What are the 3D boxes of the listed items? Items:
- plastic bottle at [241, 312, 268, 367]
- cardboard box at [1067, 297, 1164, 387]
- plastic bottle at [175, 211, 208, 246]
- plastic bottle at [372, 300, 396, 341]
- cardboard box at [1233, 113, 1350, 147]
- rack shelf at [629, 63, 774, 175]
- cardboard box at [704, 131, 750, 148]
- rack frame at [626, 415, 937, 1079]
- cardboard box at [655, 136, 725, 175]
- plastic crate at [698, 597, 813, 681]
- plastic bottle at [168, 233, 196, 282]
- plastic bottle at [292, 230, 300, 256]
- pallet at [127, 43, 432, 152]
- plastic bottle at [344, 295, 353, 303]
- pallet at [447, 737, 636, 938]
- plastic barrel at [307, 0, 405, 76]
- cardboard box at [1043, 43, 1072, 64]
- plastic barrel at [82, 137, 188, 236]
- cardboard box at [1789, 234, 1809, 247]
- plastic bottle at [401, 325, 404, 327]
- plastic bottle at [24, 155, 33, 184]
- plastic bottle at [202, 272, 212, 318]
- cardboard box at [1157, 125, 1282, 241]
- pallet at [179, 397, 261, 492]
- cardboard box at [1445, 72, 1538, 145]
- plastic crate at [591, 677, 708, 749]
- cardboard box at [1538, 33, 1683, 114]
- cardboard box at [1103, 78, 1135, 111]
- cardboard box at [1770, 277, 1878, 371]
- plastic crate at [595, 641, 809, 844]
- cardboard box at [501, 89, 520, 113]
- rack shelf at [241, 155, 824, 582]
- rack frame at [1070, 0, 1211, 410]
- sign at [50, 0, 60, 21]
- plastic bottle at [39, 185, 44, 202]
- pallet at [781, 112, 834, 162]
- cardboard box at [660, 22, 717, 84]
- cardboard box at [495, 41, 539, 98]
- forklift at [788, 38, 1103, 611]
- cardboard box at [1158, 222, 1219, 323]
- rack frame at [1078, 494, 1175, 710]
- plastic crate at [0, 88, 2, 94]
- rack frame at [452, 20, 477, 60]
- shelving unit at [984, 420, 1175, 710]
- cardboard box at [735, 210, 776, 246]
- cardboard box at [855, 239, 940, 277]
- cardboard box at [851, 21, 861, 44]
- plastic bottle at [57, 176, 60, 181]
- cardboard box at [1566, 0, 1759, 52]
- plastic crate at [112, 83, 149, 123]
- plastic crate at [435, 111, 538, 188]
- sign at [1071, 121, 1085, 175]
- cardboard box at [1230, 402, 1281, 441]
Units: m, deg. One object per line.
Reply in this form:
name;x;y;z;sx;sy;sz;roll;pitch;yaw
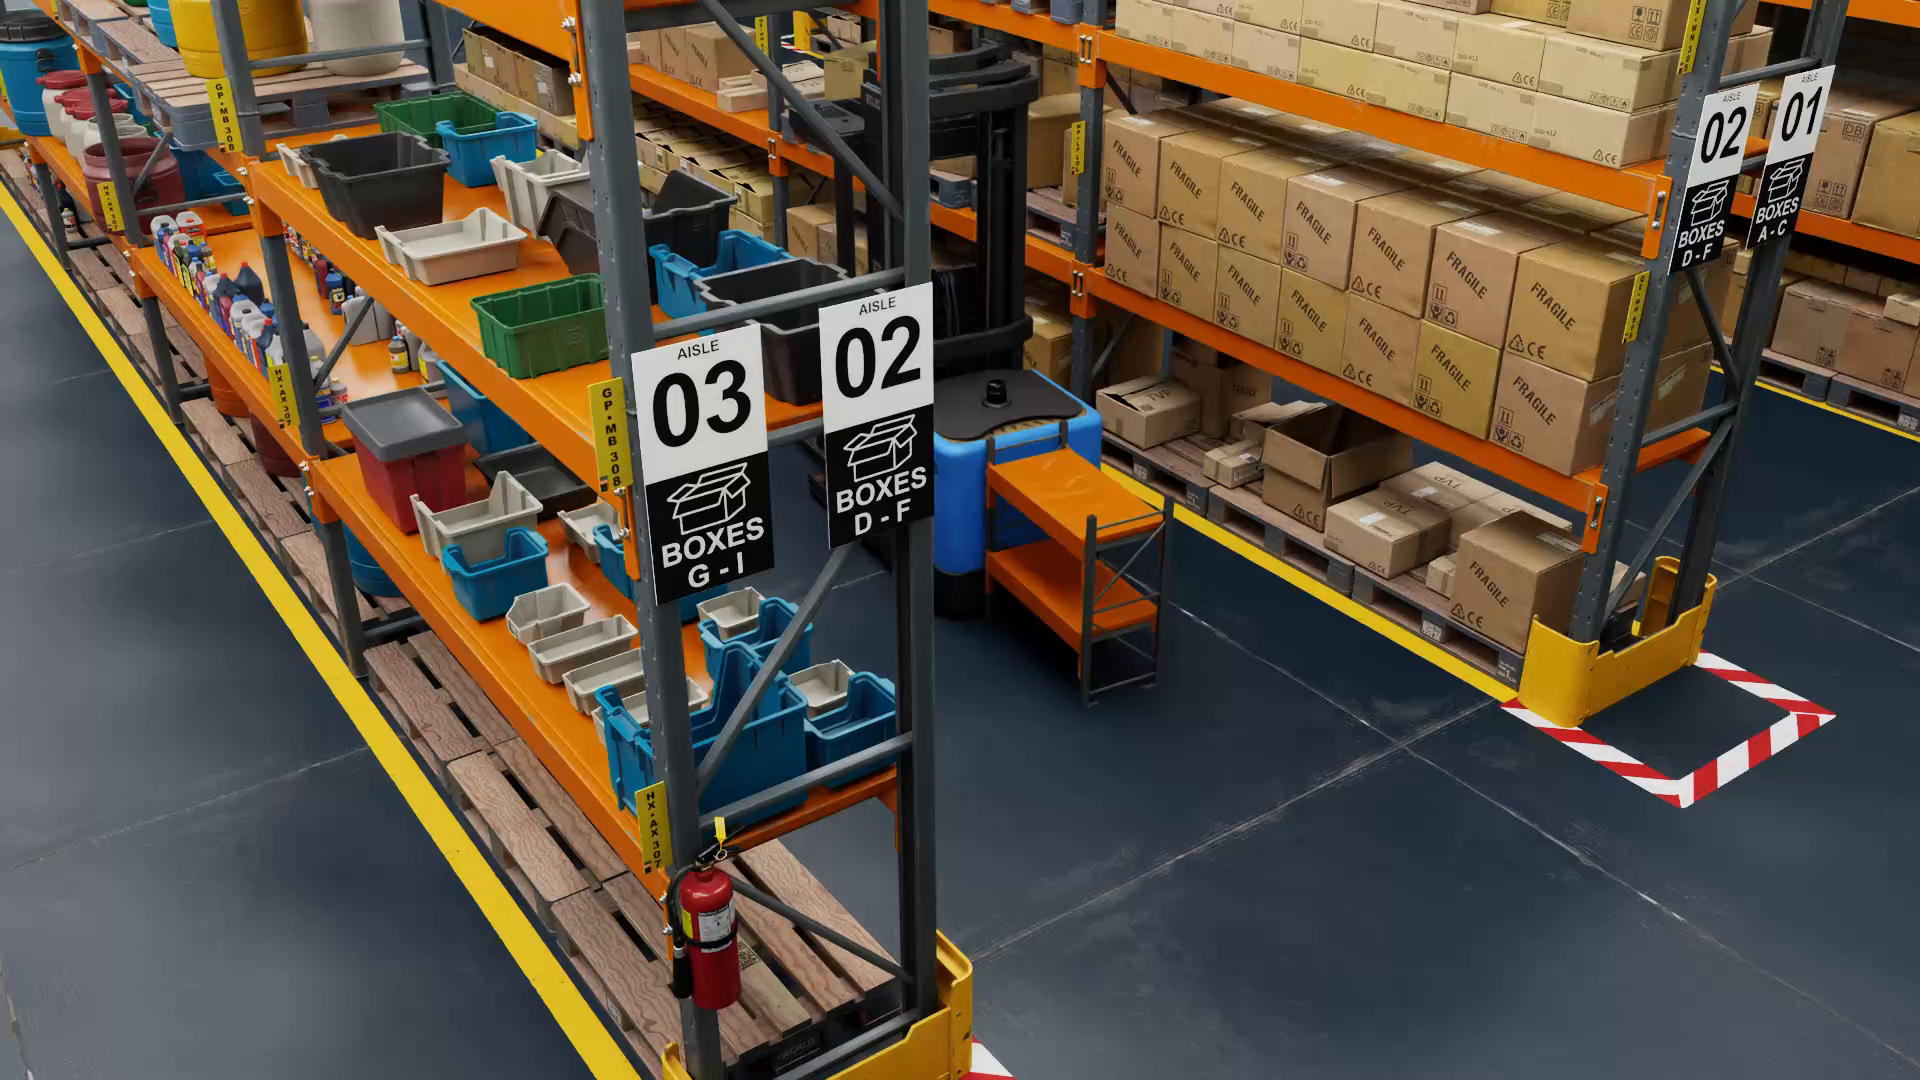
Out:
plastic bottle;-3.922;-1.130;9.317;0.152;0.276;0.135;-19;34;-31
cardboard box;1.107;-1.450;11.936;0.500;0.500;0.500;-20;35;-33
plastic bottle;-5.056;-2.015;10.947;0.152;0.276;0.135;-19;34;-31
plastic bottle;-3.343;-1.321;9.669;0.152;0.276;0.135;-19;34;-31
cardboard box;1.993;-2.260;10.116;0.500;0.500;0.500;-19;34;-32
rack shelf;-2.291;-4.116;15.440;1.077;0.370;4.000;-19;34;-31
cardboard box;-2.100;-3.763;15.889;0.500;0.311;0.500;-19;34;-31
rack frame;-0.528;0.825;5.588;1.000;3.000;0.127;-19;34;-31
cardboard box;-2.522;-3.606;15.600;0.500;0.311;0.500;-18;33;-29
plastic crate;-0.784;0.429;6.430;0.416;0.233;0.300;-19;34;-31
plastic bottle;-4.912;-1.793;10.539;0.152;0.276;0.135;-19;34;-31
plastic bottle;-4.343;-1.981;10.963;0.097;0.201;0.097;0;29;0
pallet;-3.382;-2.243;8.292;1.213;0.211;1.003;-19;34;-31
plastic bottle;-3.568;-1.337;9.776;0.097;0.201;0.097;0;29;0
pallet;-1.678;1.245;7.736;1.003;0.211;1.213;-19;34;-31
plastic barrel;-2.949;-2.567;8.108;0.433;0.535;0.433;0;29;0
cardboard box;1.281;-5.555;18.709;0.500;0.250;0.500;-20;34;-32
plastic barrel;-5.684;-2.442;11.460;0.600;0.536;0.708;-19;34;-31
cardboard box;6.257;-2.231;12.715;0.380;0.149;0.250;-18;33;-30
plastic bottle;-3.120;-1.161;9.453;0.097;0.201;0.097;0;29;0
plastic bottle;-9.011;-3.599;16.131;0.097;0.271;0.097;0;29;0
plastic bottle;-4.465;-1.469;9.947;0.097;0.271;0.097;0;29;0
cardboard box;1.533;-2.122;9.861;0.500;0.500;0.500;-20;34;-32
pallet;-4.677;-0.765;11.437;1.003;0.211;1.213;-19;34;-31
cardboard box;2.716;-2.121;8.027;0.500;0.250;0.500;-19;34;-31
plastic crate;-1.148;0.647;6.128;0.396;0.136;0.243;-19;34;-31
cardboard box;3.004;-2.146;7.549;0.500;0.250;0.500;-19;34;-31
cardboard box;1.927;-4.806;18.114;0.700;0.500;0.500;-19;34;-31
cardboard box;6.472;-1.638;12.302;0.700;0.500;0.500;-20;34;-32
plastic crate;-0.874;0.704;5.710;0.616;0.435;0.499;-19;34;-31
cardboard box;-4.773;-4.888;18.548;0.500;0.250;0.500;-19;34;-31
rack shelf;-1.688;-0.955;6.476;1.077;0.370;4.000;-19;34;-31
rack frame;1.189;-2.100;10.974;1.000;3.000;0.127;-19;34;-31
sign;-5.612;-3.402;10.338;0.100;0.325;0.005;-19;34;-31
plastic bottle;-8.577;-3.277;15.613;0.097;0.201;0.097;0;29;0
pallet;-0.681;-3.327;13.433;1.213;0.211;1.003;-19;34;-31
cardboard box;-2.423;-4.551;15.383;0.500;0.500;0.500;-19;34;-31
cardboard box;-4.774;-5.217;18.368;0.500;0.500;0.500;-19;34;-31
forklift;-0.320;-1.559;10.050;1.130;2.935;3.031;-14;32;-24
cardboard box;1.563;-1.672;10.081;0.500;0.500;0.500;-18;33;-30
rack frame;0.844;0.326;8.472;0.500;1.125;0.032;-14;32;-24
plastic crate;-8.351;-4.130;14.867;0.499;0.251;0.616;-19;34;-31
rack frame;-5.771;-6.765;19.564;1.000;3.000;0.127;-19;34;-31
shelving unit;0.605;0.112;8.866;0.538;1.125;1.048;-14;32;-24
cardboard box;-1.635;-2.768;14.645;0.500;0.250;0.500;-18;33;-29
cardboard box;-0.505;-2.095;13.124;0.500;0.500;0.500;-19;34;-31
cardboard box;-1.080;-6.634;21.679;0.500;0.311;0.500;-16;32;-27
plastic bottle;-8.400;-3.305;15.577;0.061;0.283;0.133;-19;34;-31
cardboard box;3.198;-2.542;7.491;0.700;0.500;0.500;-19;34;-31
plastic crate;-6.595;-3.491;13.551;0.392;0.384;0.575;-19;34;-31
plastic crate;-2.060;-1.709;7.287;0.416;0.233;0.300;-19;34;-31
sign;0.739;-2.454;10.412;0.100;0.325;0.005;-19;34;-31
cardboard box;2.017;-0.768;11.048;0.380;0.149;0.250;-19;34;-31
